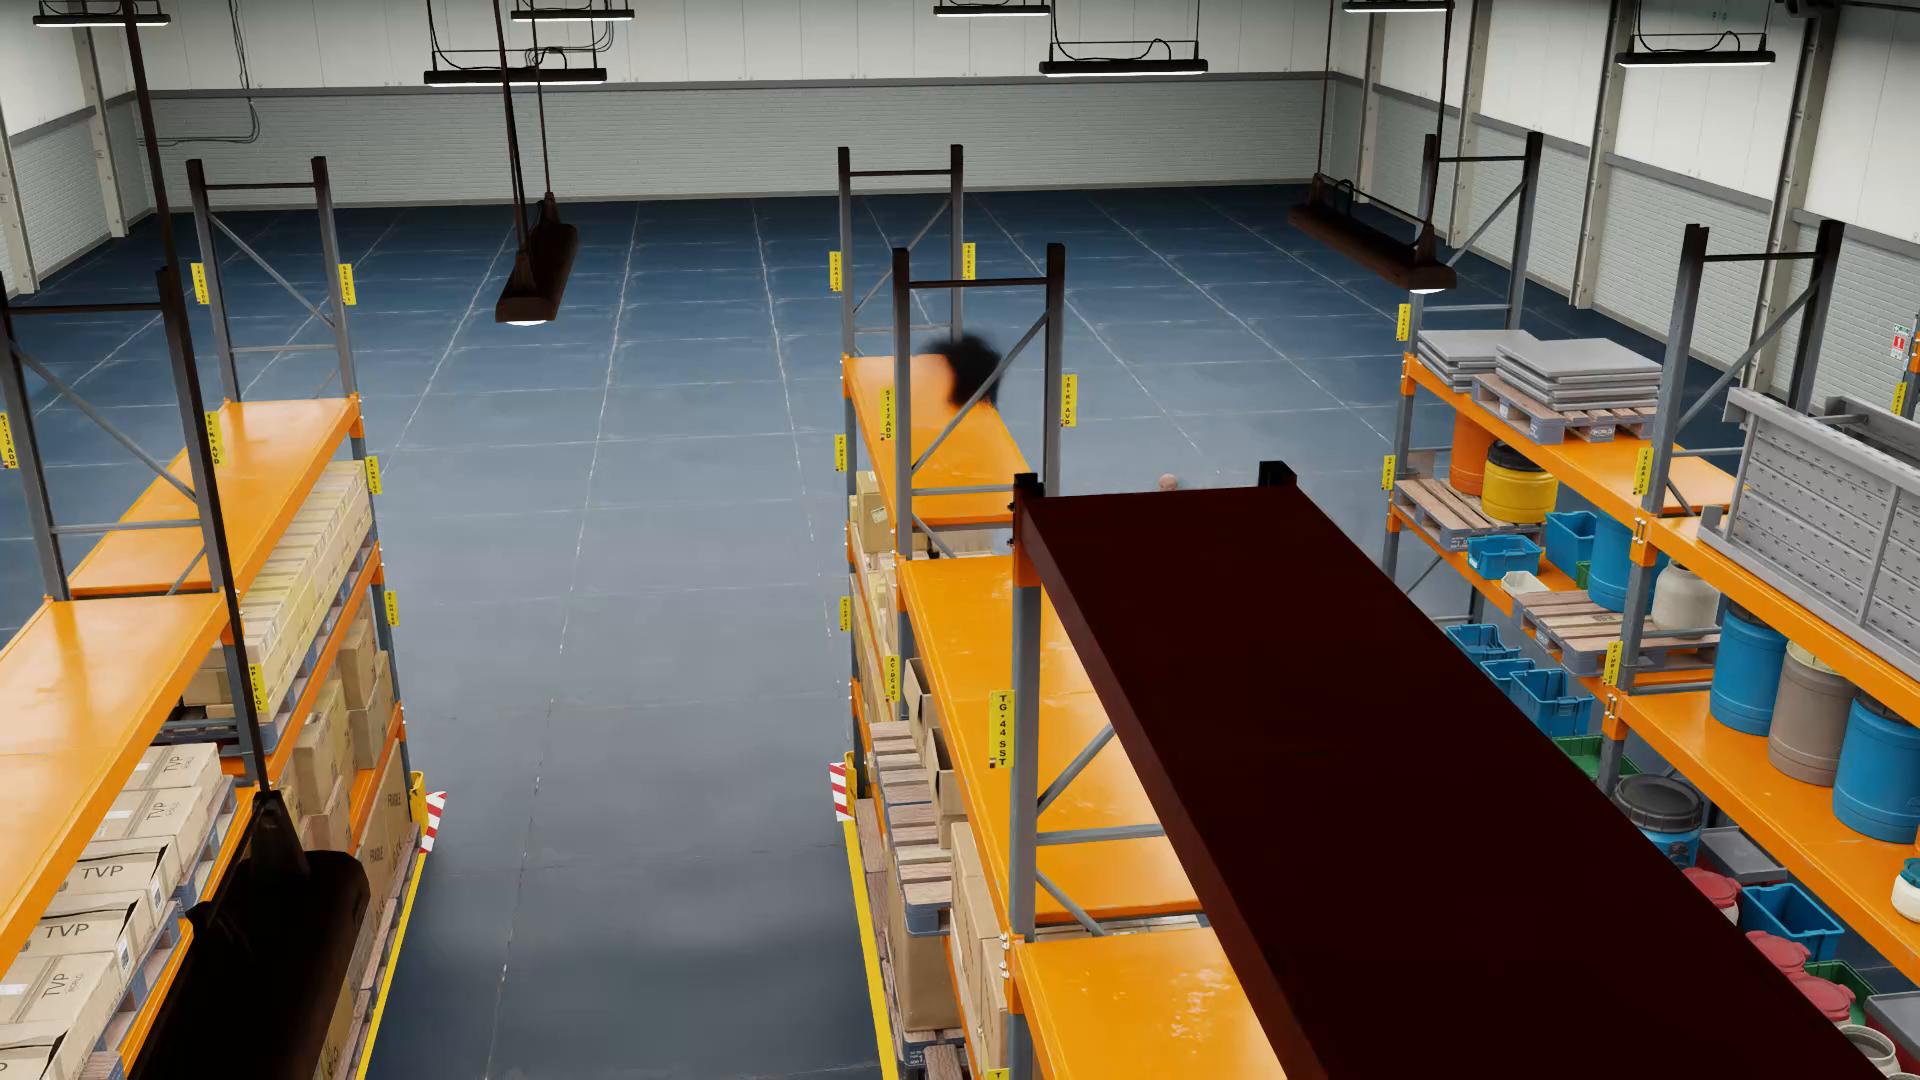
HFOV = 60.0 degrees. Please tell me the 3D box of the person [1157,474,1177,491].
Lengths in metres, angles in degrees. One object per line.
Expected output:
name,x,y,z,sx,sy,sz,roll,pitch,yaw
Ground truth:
person,2.730,0.073,19.167,1.099,1.722,0.702,2,22,6
